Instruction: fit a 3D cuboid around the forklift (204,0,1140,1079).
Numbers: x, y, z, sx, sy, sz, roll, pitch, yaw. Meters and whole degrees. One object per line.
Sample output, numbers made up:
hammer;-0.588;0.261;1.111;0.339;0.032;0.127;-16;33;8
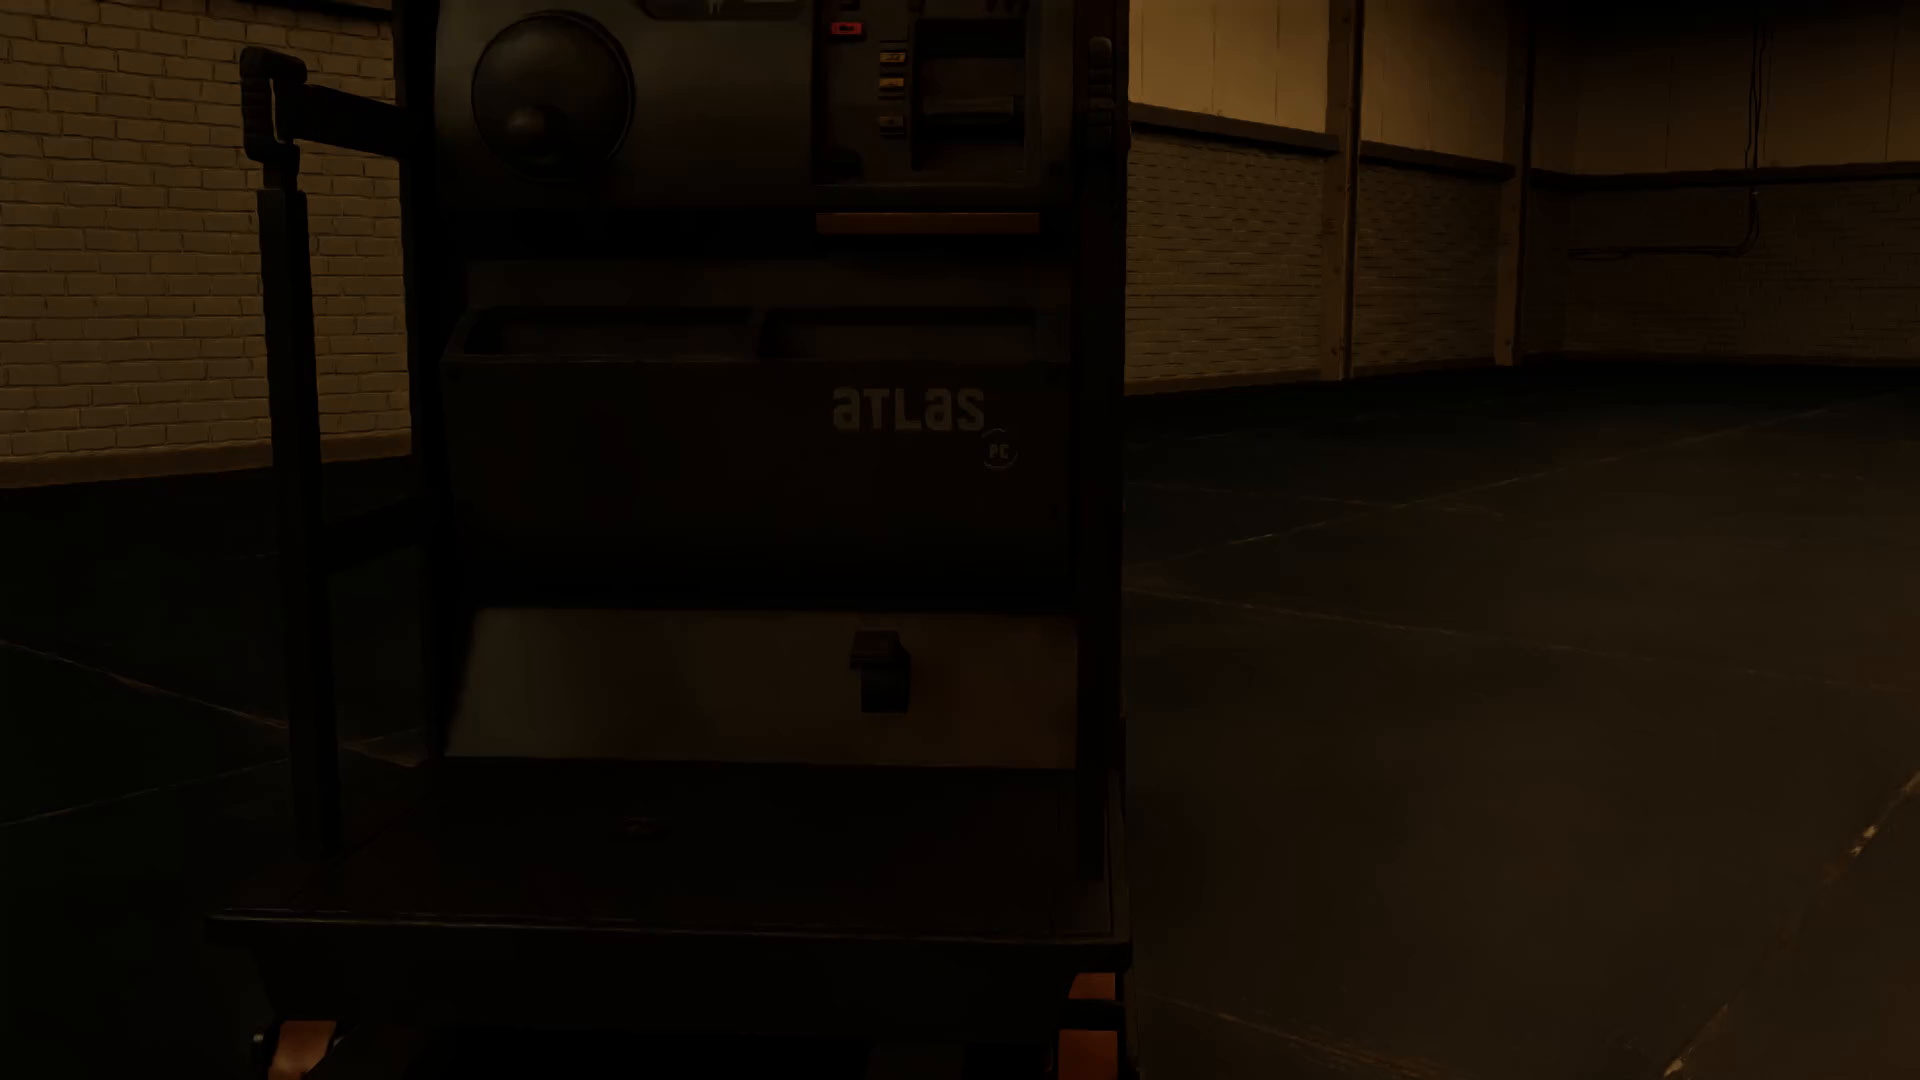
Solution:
forklift;-0.313;-0.721;2.207;1.130;2.935;3.031;1;8;4
